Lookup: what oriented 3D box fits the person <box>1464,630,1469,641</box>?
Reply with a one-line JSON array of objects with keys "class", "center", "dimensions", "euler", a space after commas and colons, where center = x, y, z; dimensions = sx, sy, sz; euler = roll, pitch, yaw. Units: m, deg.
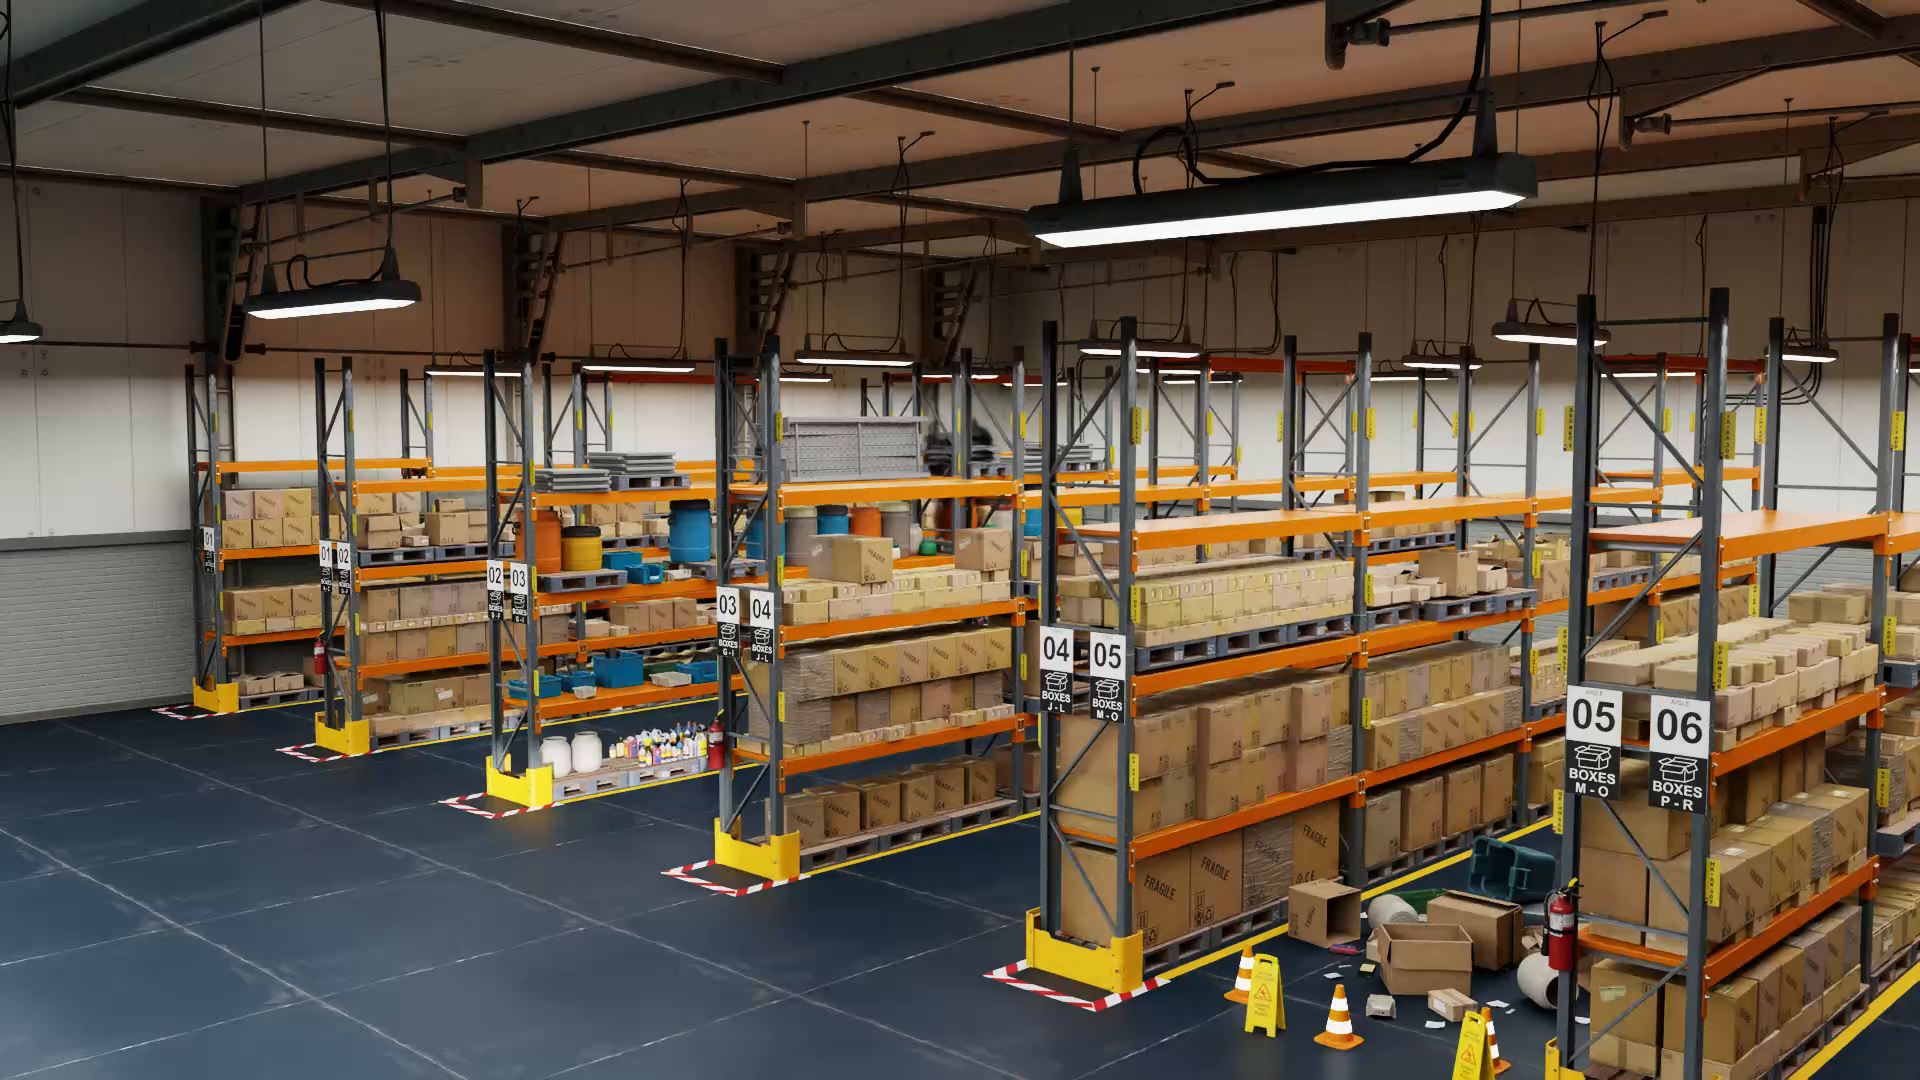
[{"class": "person", "center": [8.223, 2.275, 27.196], "dimensions": [0.577, 1.608, 0.715], "euler": [4, 6, 43]}]

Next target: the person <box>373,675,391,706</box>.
[{"class": "person", "center": [-9.710, 2.220, 27.716], "dimensions": [0.703, 1.707, 0.582], "euler": [-4, 6, -44]}]
